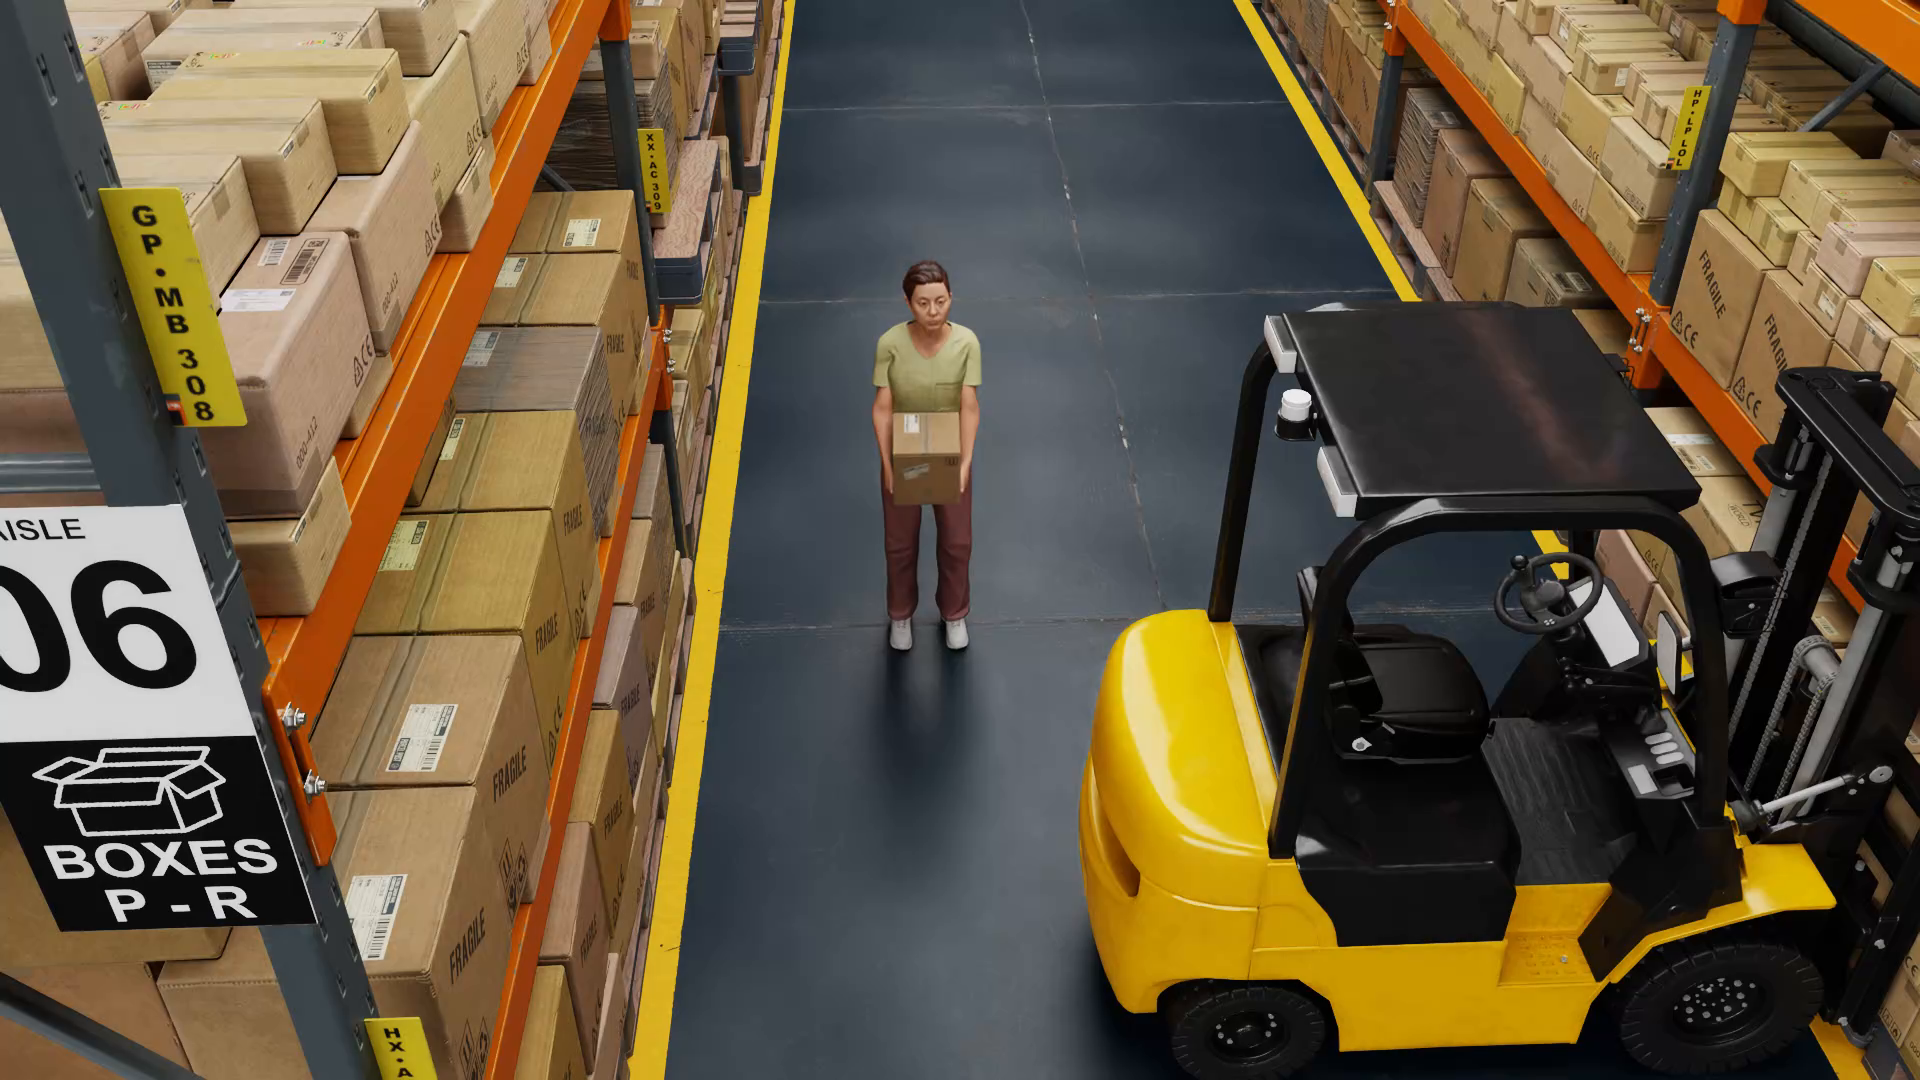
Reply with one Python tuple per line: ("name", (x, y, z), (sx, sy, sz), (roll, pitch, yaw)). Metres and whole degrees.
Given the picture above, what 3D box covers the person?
("person", (-0.127, -0.273, 6.543), (0.425, 1.664, 0.551), (-1, 35, -1))
